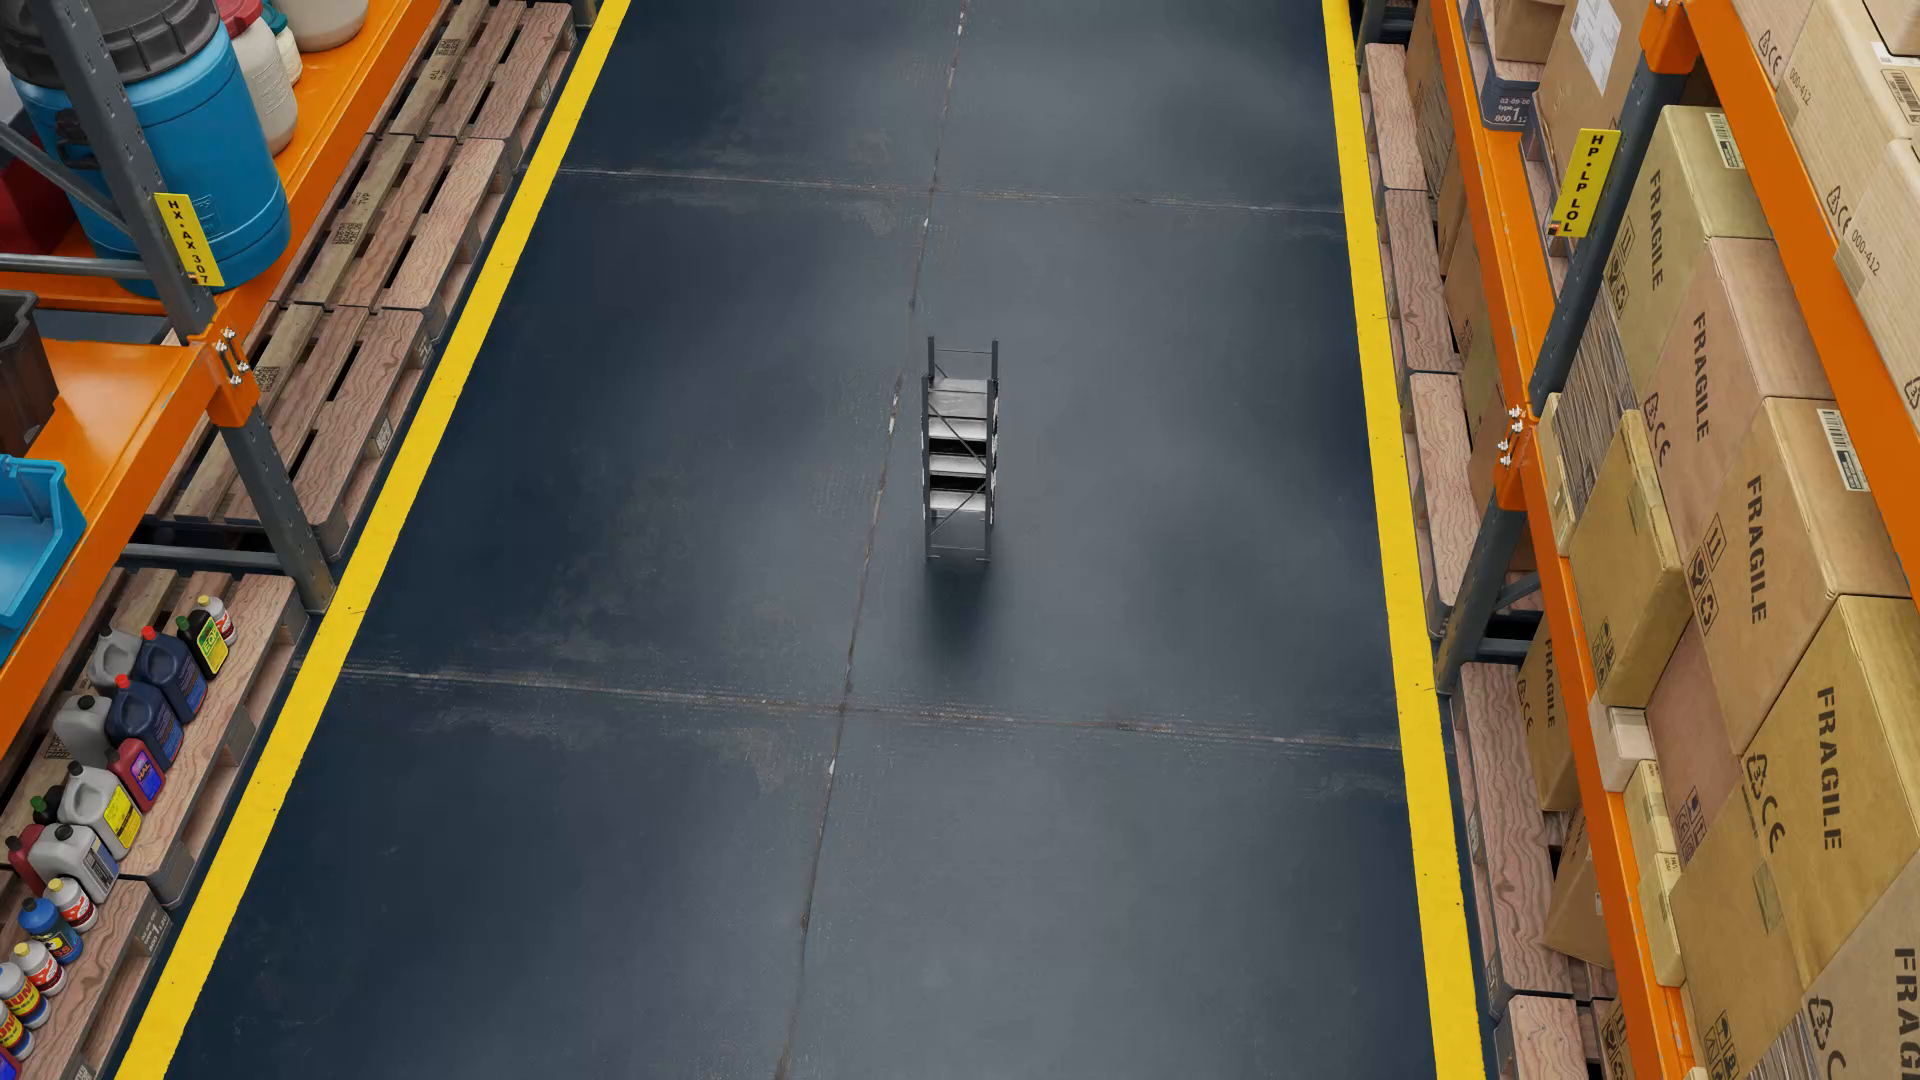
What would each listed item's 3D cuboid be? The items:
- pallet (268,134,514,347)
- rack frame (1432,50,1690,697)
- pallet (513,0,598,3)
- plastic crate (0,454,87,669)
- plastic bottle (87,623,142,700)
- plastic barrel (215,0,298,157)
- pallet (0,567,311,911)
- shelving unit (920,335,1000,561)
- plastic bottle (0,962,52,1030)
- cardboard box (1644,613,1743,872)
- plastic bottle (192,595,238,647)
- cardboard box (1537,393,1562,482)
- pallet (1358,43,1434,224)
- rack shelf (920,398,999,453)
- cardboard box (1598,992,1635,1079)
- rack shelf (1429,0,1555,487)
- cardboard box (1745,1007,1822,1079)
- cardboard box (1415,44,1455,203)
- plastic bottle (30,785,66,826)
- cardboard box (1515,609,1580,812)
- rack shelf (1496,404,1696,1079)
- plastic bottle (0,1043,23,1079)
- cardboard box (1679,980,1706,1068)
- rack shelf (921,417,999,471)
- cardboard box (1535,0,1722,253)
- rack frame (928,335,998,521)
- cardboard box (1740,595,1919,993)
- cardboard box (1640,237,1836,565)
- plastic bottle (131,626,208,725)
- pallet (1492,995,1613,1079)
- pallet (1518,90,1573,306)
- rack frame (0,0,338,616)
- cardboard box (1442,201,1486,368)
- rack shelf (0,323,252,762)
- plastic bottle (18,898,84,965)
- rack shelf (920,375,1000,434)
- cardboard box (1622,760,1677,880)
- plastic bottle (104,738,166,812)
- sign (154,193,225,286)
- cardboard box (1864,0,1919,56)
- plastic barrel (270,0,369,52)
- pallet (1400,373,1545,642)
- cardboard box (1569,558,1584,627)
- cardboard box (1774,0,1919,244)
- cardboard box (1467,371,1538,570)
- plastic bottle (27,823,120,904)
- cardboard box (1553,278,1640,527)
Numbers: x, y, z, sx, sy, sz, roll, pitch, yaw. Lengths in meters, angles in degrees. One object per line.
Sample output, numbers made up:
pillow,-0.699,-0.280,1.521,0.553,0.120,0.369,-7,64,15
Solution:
pallet,-2.639,-1.357,7.348,1.003,0.211,1.213,4,48,4
rack frame,2.152,-0.487,4.662,1.000,3.000,0.127,4,48,4
pallet,-2.386,-3.400,9.217,1.003,0.211,1.213,4,48,4
plastic crate,-2.611,0.062,4.261,0.499,0.251,0.616,4,48,4
plastic bottle,-2.696,0.409,5.341,0.144,0.351,0.185,4,48,4
plastic barrel,-2.475,-1.554,5.546,0.433,0.535,0.433,0,48,0
pallet,-2.883,0.612,5.547,1.003,0.211,1.213,4,48,4
shelving unit,0.001,-0.310,5.923,0.258,0.900,0.210,4,48,4
plastic bottle,-2.629,1.255,4.620,0.097,0.271,0.097,0,48,0
cardboard box,2.023,0.445,3.541,0.875,0.500,0.500,4,48,4
plastic bottle,-2.503,0.264,5.574,0.097,0.201,0.097,0,48,0
cardboard box,1.833,-0.264,4.629,0.380,0.149,0.250,4,48,4
pallet,2.443,-1.911,7.855,1.003,0.211,1.213,4,48,4
rack shelf,0.001,-0.409,5.815,0.258,0.077,0.200,4,48,4
cardboard box,2.052,1.389,4.356,0.500,0.500,0.500,0,48,0
rack shelf,2.334,-1.714,6.272,1.077,0.370,4.000,4,48,4
cardboard box,1.879,1.176,2.872,0.875,0.500,0.500,4,48,4
cardboard box,2.437,-1.829,7.286,0.700,0.500,0.500,0,48,0
plastic bottle,-2.704,0.831,4.999,0.061,0.283,0.133,4,48,4
cardboard box,2.075,0.506,5.163,0.500,0.500,0.500,3,48,2
rack shelf,1.969,1.226,3.584,1.077,0.370,4.000,4,48,4
plastic bottle,-2.631,1.411,4.469,0.061,0.283,0.133,5,48,4
cardboard box,1.732,1.026,3.449,0.380,0.149,0.250,4,48,4
rack shelf,0.001,-0.348,5.882,0.258,0.077,0.200,4,48,4
cardboard box,2.363,-1.405,4.811,1.000,1.000,1.000,4,48,4
rack frame,0.010,-0.384,5.992,0.240,0.900,0.006,4,48,4
cardboard box,1.733,0.458,2.851,0.500,0.500,0.500,4,48,4
cardboard box,1.813,-0.277,3.524,0.500,0.500,0.500,4,48,4
plastic bottle,-2.552,0.418,5.332,0.144,0.351,0.185,3,48,2
pallet,2.017,1.849,4.416,1.003,0.211,1.213,4,48,4
pallet,2.366,-0.974,5.238,1.003,0.211,1.213,4,48,4
rack frame,-2.781,-0.820,4.967,1.000,3.000,0.127,4,48,4
cardboard box,2.342,-1.002,6.529,0.700,0.500,0.500,0,48,0
rack shelf,-2.963,0.893,3.888,1.077,0.370,4.000,4,48,4
plastic bottle,-2.611,1.106,4.756,0.097,0.271,0.097,0,48,0
rack shelf,0.001,-0.469,5.749,0.258,0.077,0.200,4,48,4
cardboard box,1.743,0.656,3.788,0.380,0.149,0.250,4,48,4
plastic bottle,-2.543,0.705,5.115,0.061,0.283,0.133,7,48,6
sign,-2.234,-0.868,4.824,0.100,0.325,0.005,4,48,4
cardboard box,1.813,-0.966,2.899,0.380,0.149,0.250,4,48,4
plastic barrel,-2.408,-2.093,6.040,0.433,0.535,0.433,0,48,0
pallet,2.221,-0.118,6.215,1.003,0.211,1.213,4,48,4
cardboard box,1.802,0.104,4.292,0.380,0.149,0.250,4,48,4
cardboard box,1.812,-0.746,2.968,0.500,0.250,0.500,3,48,3
cardboard box,2.229,-0.241,5.834,0.700,0.500,0.500,1,48,1
plastic bottle,-2.618,0.941,4.904,0.152,0.276,0.135,5,48,4
cardboard box,2.049,-0.294,4.217,0.875,0.500,0.500,4,48,4
